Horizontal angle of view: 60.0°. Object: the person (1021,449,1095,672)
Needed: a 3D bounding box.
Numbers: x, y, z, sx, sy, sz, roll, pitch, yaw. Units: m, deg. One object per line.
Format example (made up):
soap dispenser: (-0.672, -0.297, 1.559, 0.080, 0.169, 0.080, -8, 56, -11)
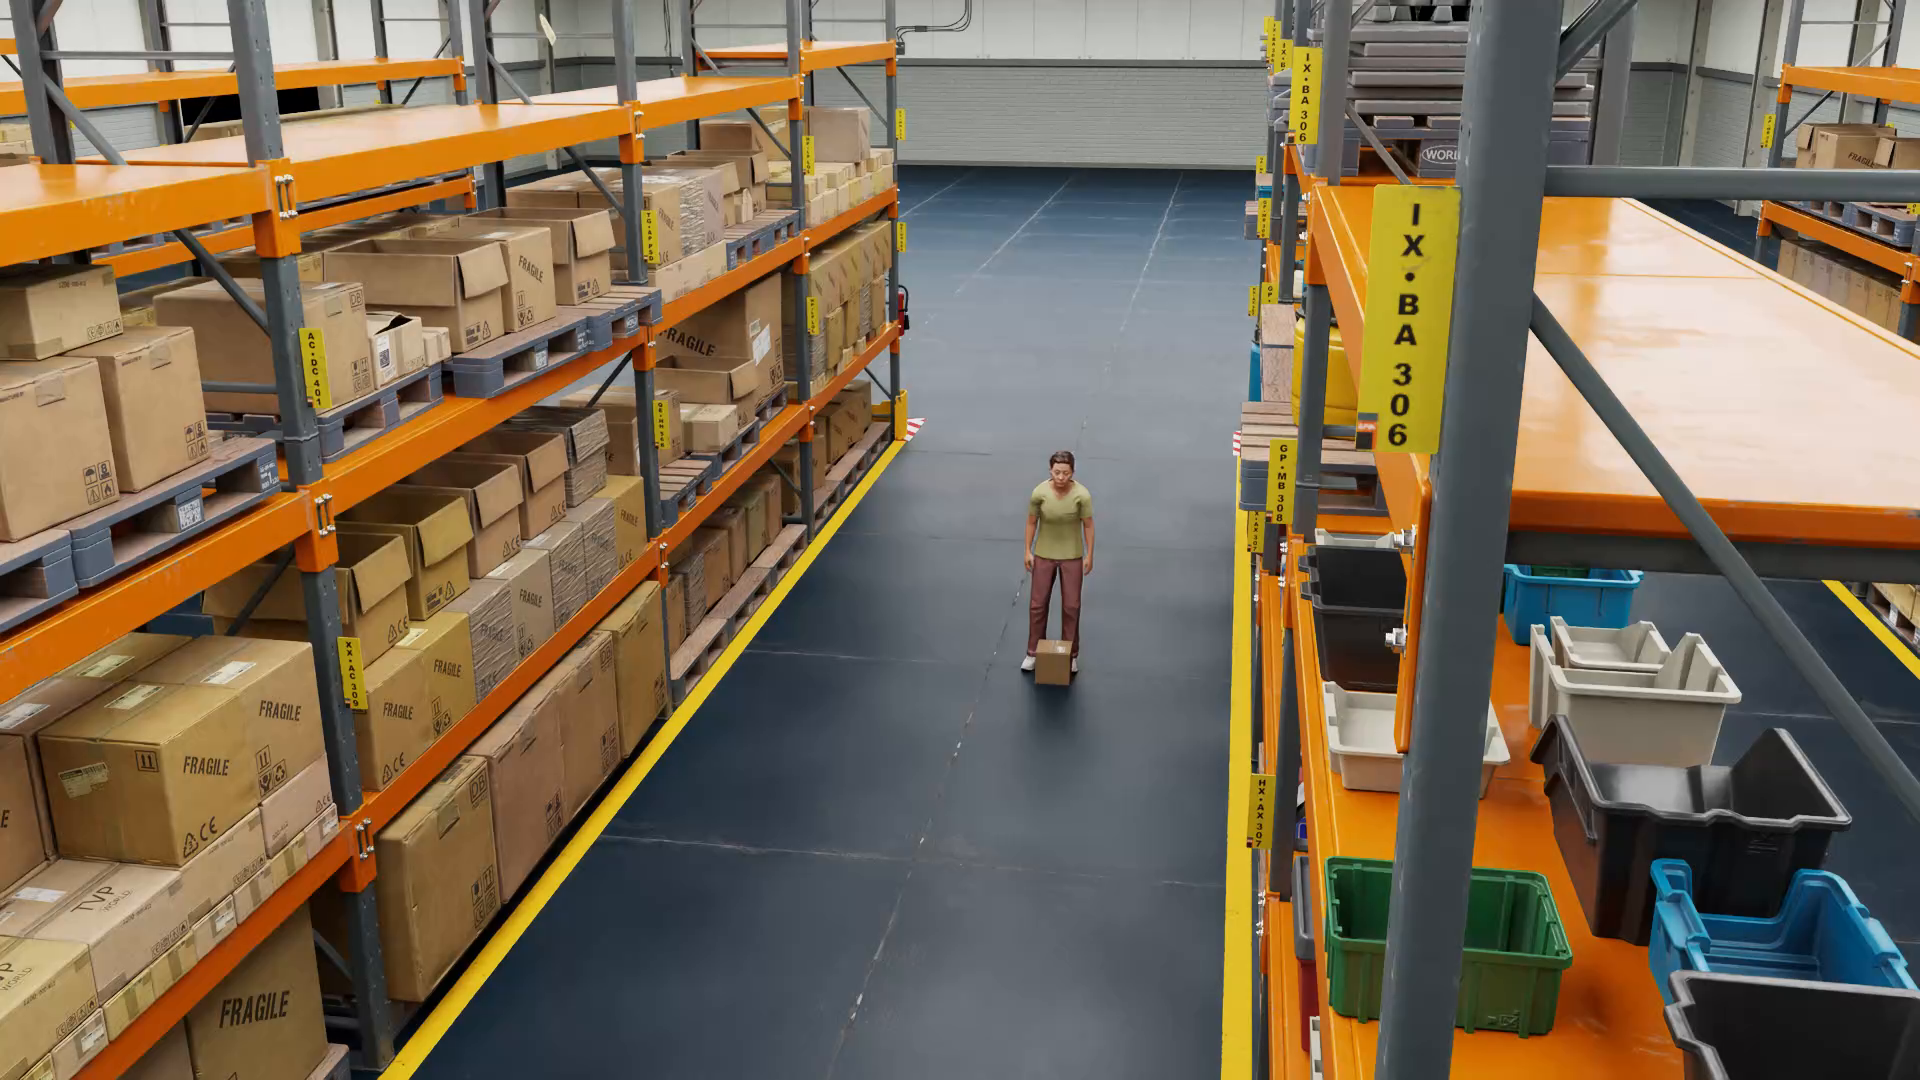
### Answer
person: (0.720, 0.140, 12.126, 0.507, 1.672, 0.352, 2, 18, 8)
